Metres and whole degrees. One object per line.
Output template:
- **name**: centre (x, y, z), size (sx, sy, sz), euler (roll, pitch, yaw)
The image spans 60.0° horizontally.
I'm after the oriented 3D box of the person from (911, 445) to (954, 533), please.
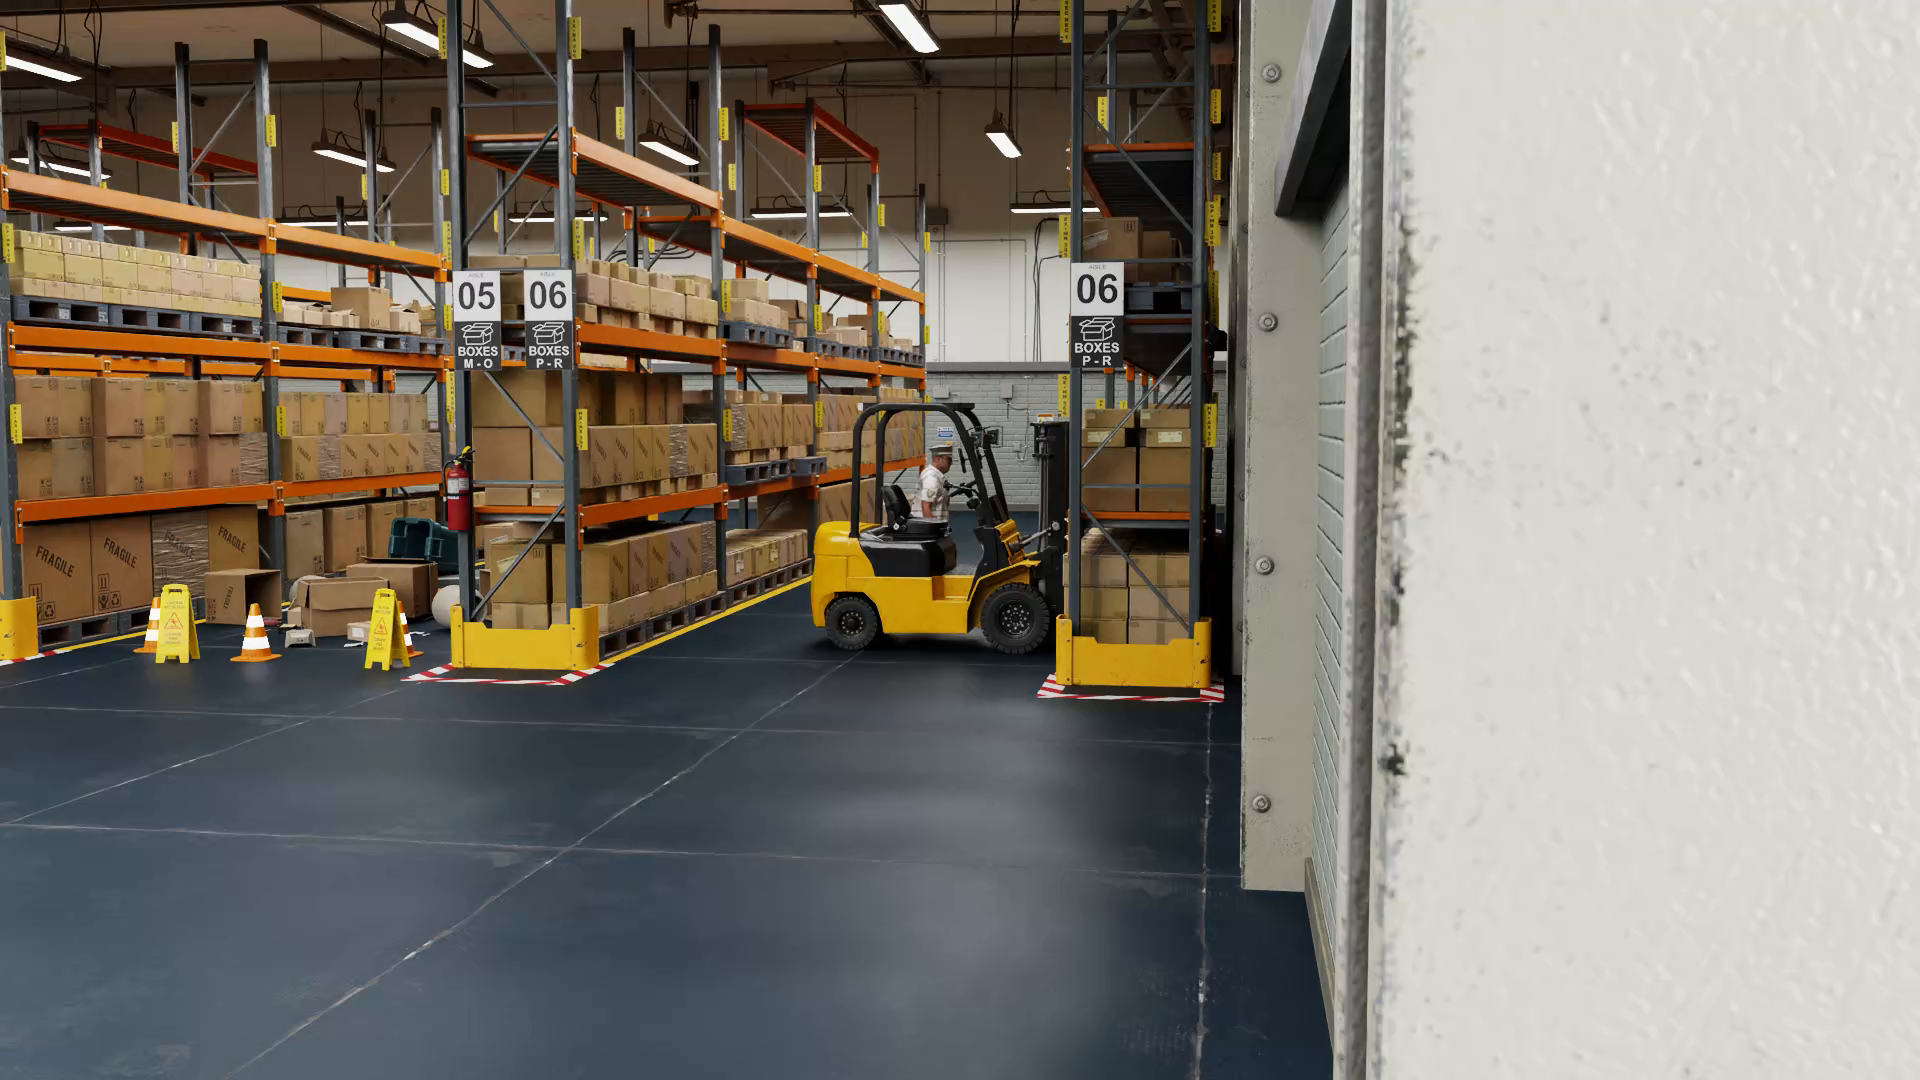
- **person**: centre (-0.265, -0.071, 16.495), size (0.434, 1.749, 0.585), euler (1, 4, 9)
